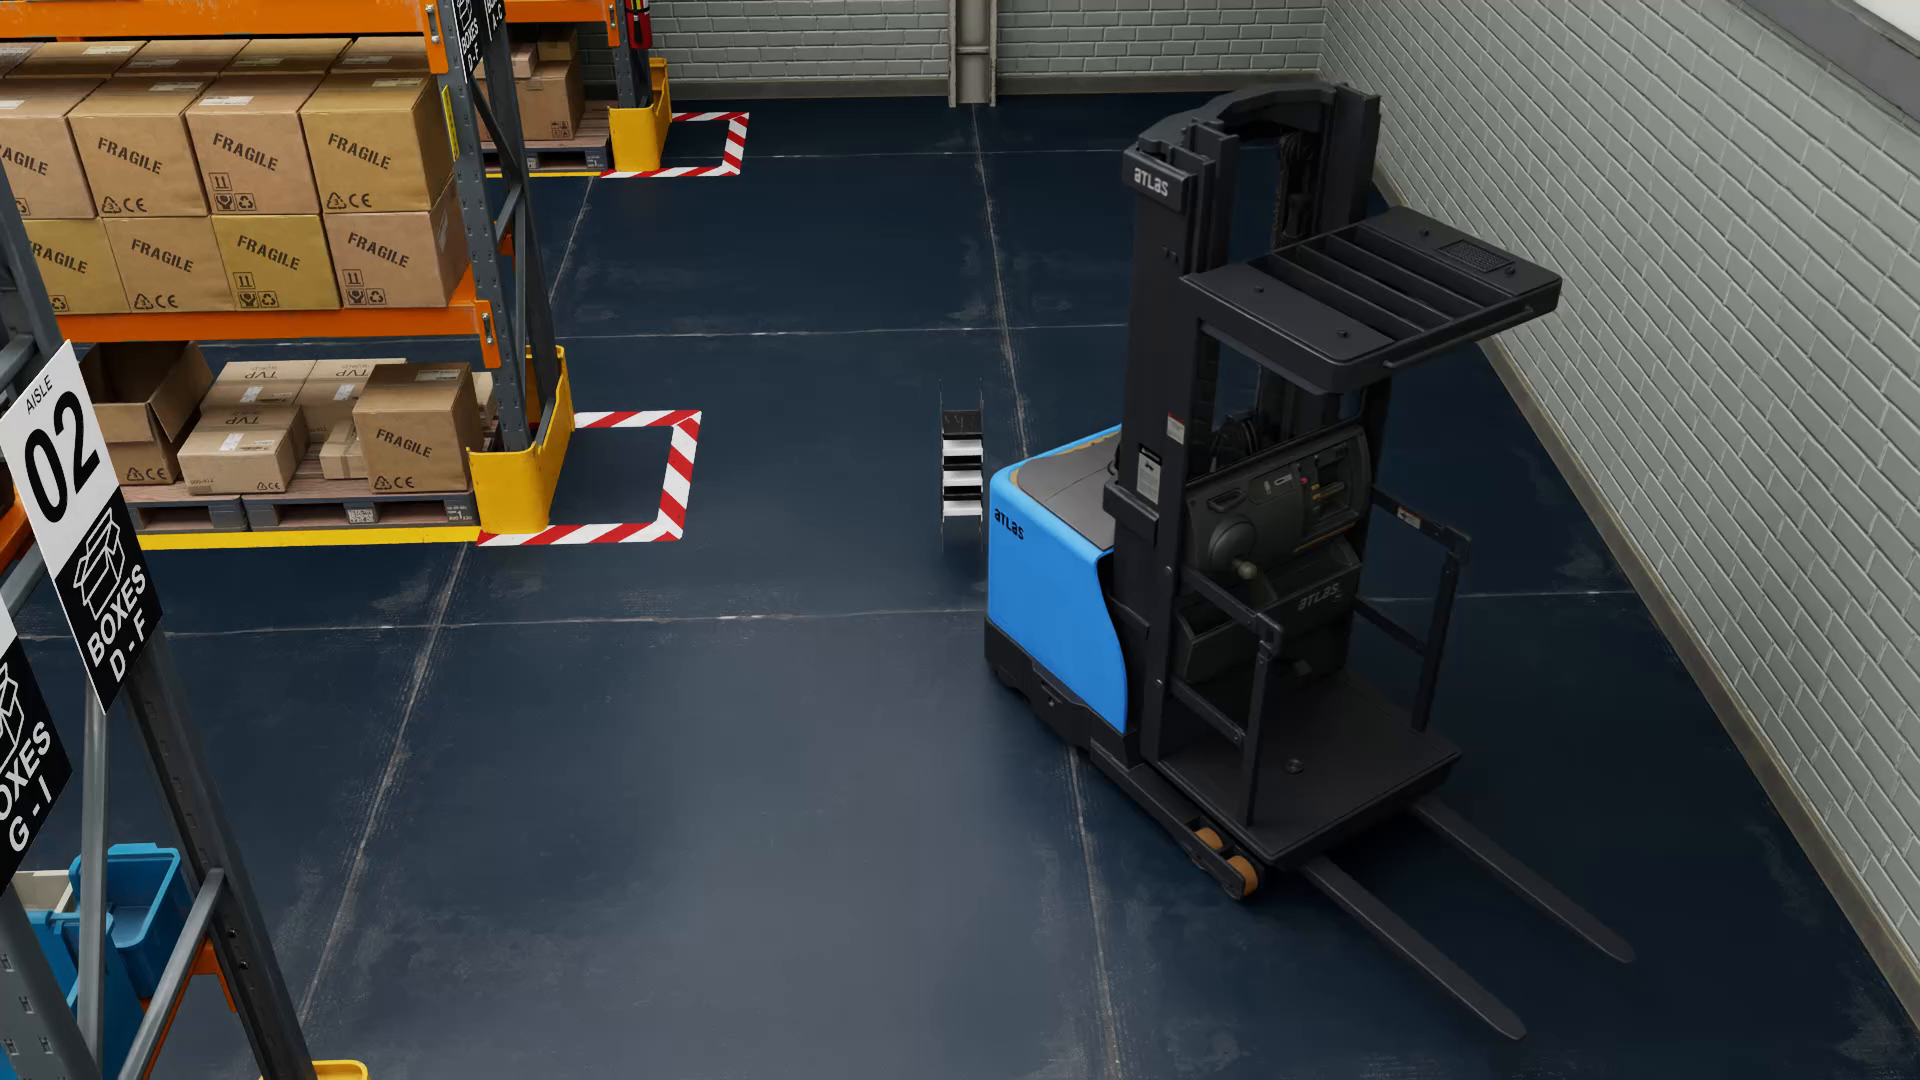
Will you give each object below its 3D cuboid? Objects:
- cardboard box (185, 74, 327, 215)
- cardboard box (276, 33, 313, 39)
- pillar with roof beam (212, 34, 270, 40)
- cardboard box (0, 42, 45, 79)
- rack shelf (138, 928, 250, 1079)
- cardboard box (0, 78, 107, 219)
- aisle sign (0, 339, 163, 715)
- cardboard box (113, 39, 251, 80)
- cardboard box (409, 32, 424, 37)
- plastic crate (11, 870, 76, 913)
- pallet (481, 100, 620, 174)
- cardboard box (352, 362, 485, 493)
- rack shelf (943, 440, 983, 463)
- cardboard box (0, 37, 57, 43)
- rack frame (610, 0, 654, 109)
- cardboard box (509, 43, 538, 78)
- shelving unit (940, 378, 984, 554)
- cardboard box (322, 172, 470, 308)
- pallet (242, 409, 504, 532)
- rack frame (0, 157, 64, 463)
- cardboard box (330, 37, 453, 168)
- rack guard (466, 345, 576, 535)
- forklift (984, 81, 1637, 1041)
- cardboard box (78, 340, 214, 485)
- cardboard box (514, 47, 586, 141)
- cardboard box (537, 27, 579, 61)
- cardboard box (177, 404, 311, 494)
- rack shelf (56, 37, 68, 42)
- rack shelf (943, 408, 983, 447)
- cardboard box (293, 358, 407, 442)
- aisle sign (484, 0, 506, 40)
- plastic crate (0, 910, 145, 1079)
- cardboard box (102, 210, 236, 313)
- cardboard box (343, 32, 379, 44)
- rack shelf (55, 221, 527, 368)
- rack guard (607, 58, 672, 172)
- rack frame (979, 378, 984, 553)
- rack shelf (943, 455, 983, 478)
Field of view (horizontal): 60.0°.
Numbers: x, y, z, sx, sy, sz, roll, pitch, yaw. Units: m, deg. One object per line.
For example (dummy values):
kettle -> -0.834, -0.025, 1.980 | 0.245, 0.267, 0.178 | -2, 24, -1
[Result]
cardboard box -> -3.253, -1.869, 7.848 | 0.500, 0.500, 0.500 | -1, 35, -1
cardboard box -> -5.163, -3.812, 12.880 | 0.250, 0.149, 0.380 | -3, 35, -4
pillar with roof beam -> -5.688, -4.837, 7.832 | 0.400, 9.000, 9.100 | -2, 35, -2
cardboard box -> -4.804, -2.133, 8.230 | 0.500, 0.500, 0.500 | -1, 35, -2
rack shelf -> -4.084, 1.567, 4.483 | 4.000, 0.370, 1.077 | -2, 35, -2
cardboard box -> -4.284, -1.838, 7.804 | 0.500, 0.500, 0.500 | -1, 35, -1
aisle sign -> -2.028, -0.023, 3.863 | 0.004, 0.787, 0.394 | -2, 35, -2
cardboard box -> -3.794, -2.160, 8.269 | 0.500, 0.500, 0.500 | -1, 35, -2
cardboard box -> -4.144, -3.840, 12.920 | 0.250, 0.149, 0.380 | -1, 35, -2
plastic crate -> -2.672, 1.082, 4.730 | 0.298, 0.136, 0.250 | -2, 35, -2
pallet -> -3.350, -3.202, 13.191 | 1.213, 0.211, 1.003 | -2, 35, -2
cardboard box -> -2.848, -0.597, 8.787 | 0.500, 0.500, 0.500 | -2, 35, -2
rack shelf -> 0.008, -0.491, 8.411 | 0.200, 0.077, 0.258 | -2, 35, -2
cardboard box -> -7.194, -3.504, 12.697 | 0.750, 0.750, 0.750 | -1, 35, -2
rack frame -> -2.555, -4.415, 12.493 | 0.127, 3.000, 1.000 | -2, 35, -2
cardboard box -> -3.369, -3.643, 12.636 | 0.250, 0.149, 0.380 | -2, 35, -3
shelving unit -> 0.008, -0.370, 8.494 | 0.210, 0.900, 0.258 | -2, 35, -2
cardboard box -> -2.751, -1.473, 8.155 | 0.500, 0.500, 0.500 | -1, 35, -1
pallet -> -3.189, -0.428, 9.183 | 1.213, 0.211, 1.003 | -2, 35, -2
rack frame -> -2.086, -1.250, 2.649 | 0.127, 3.000, 1.000 | -2, 35, -2
cardboard box -> -2.772, -2.189, 8.311 | 0.500, 0.500, 0.500 | -1, 35, -1
rack guard -> -2.393, -0.569, 9.133 | 0.348, 0.500, 1.175 | -2, 35, -2
forklift -> 1.365, -0.084, 6.295 | 1.130, 2.935, 3.031 | -22, 40, -28
cardboard box -> -4.436, -0.699, 8.931 | 0.637, 0.503, 0.797 | -2, 35, -2
cardboard box -> -3.249, -3.484, 12.975 | 0.500, 0.500, 0.700 | -2, 35, -2
cardboard box -> -3.134, -3.867, 12.960 | 0.250, 0.149, 0.380 | -1, 35, -2
cardboard box -> -3.798, -0.486, 8.846 | 0.500, 0.250, 0.500 | -2, 35, -2
rack shelf -> -8.548, -3.957, 12.464 | 4.000, 0.370, 1.077 | -2, 35, -2
rack shelf -> 0.008, -0.565, 8.360 | 0.200, 0.077, 0.258 | -2, 35, -2
cardboard box -> -3.373, -0.782, 9.274 | 0.500, 0.250, 0.500 | -2, 35, -2
aisle sign -> -2.262, -2.837, 7.928 | 0.004, 0.787, 0.394 | -2, 35, -2
plastic crate -> -2.412, 1.293, 4.162 | 0.499, 0.435, 0.616 | -2, 35, -2
cardboard box -> -3.768, -1.447, 8.117 | 0.500, 0.500, 0.500 | -1, 35, -2
cardboard box -> -4.653, -3.826, 12.900 | 0.250, 0.149, 0.380 | -2, 35, -3
rack shelf -> -4.314, -1.249, 8.551 | 4.000, 0.370, 1.077 | -2, 35, -2
rack guard -> -2.531, -3.387, 13.205 | 0.348, 0.500, 1.175 | -2, 35, -2
rack frame -> 0.110, -0.373, 8.498 | 0.006, 0.900, 0.240 | -2, 35, -2
rack shelf -> 0.008, -0.417, 8.462 | 0.200, 0.077, 0.258 | -2, 35, -2
